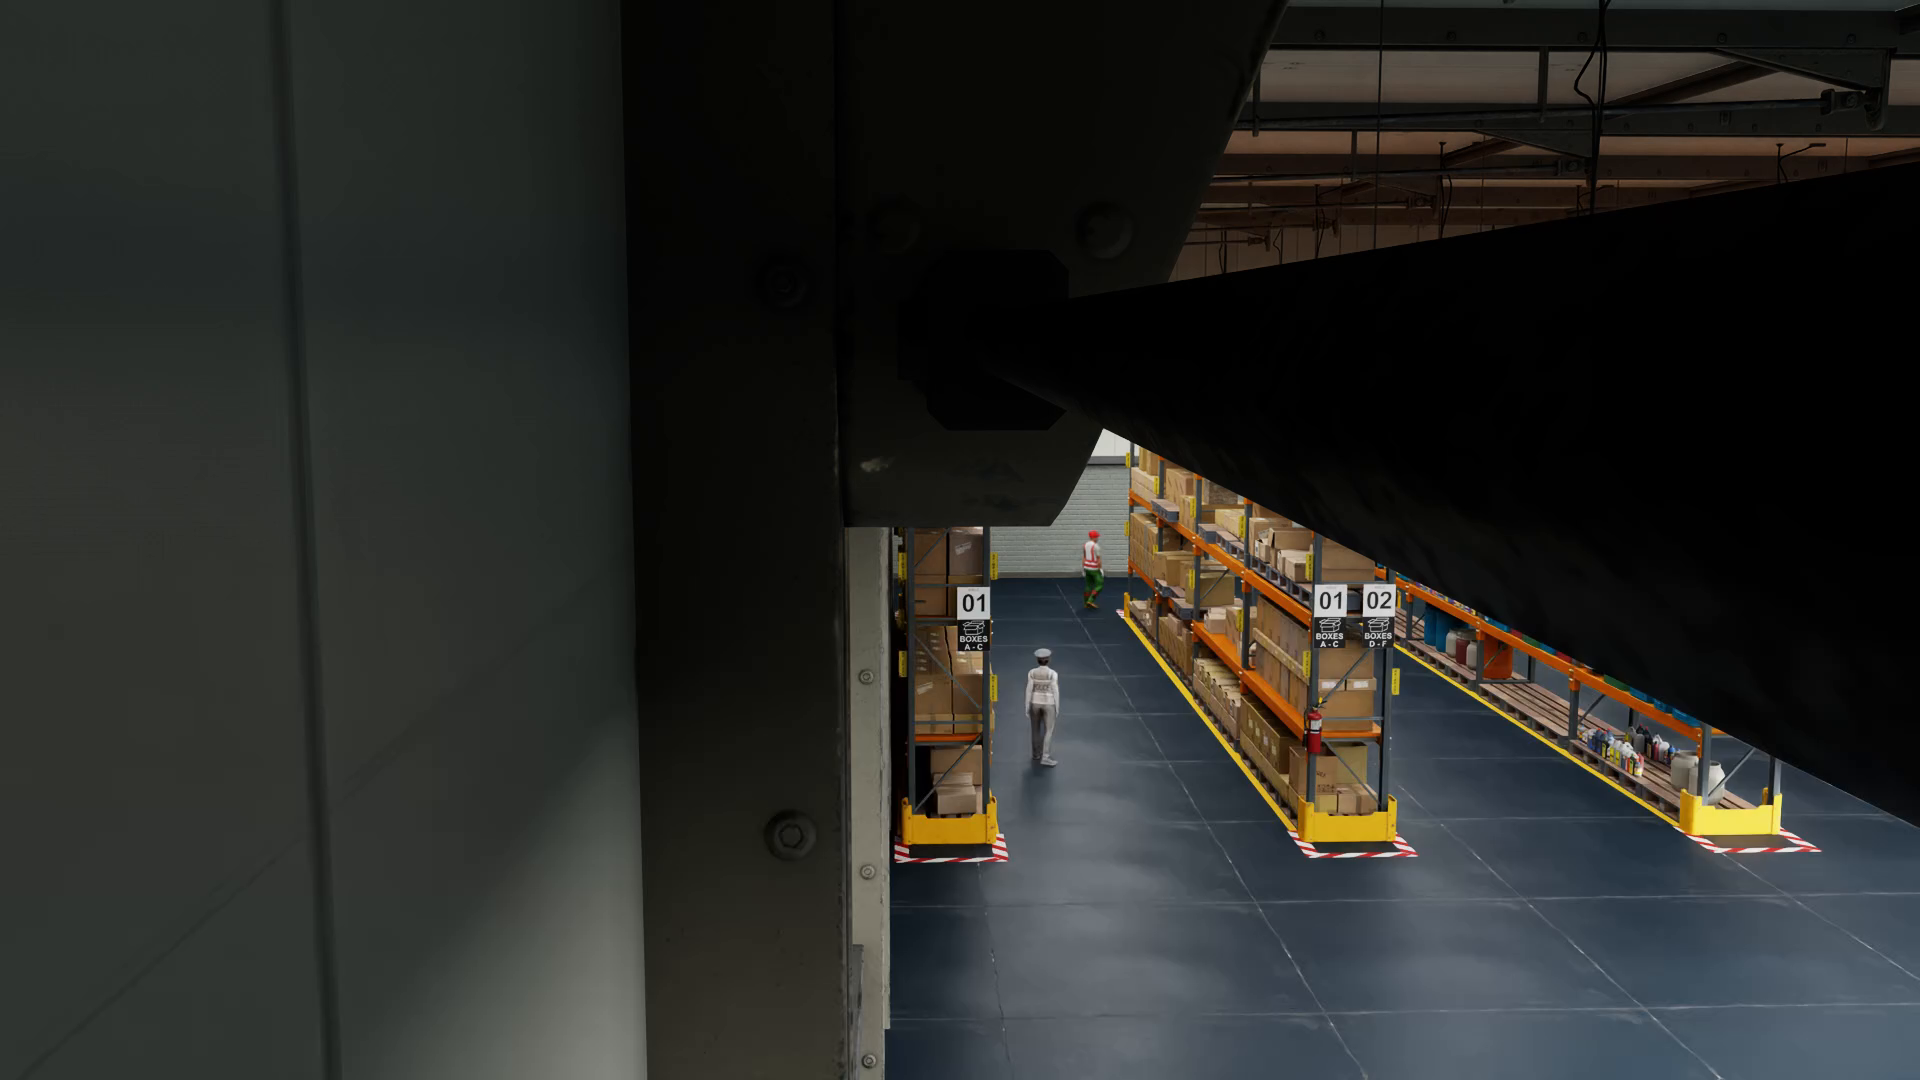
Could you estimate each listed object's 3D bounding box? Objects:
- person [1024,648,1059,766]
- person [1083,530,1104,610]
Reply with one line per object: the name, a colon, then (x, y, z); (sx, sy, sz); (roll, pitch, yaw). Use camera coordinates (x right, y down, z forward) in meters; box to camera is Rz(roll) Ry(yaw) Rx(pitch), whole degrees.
person: (1.202, 2.415, 24.205); (0.516, 1.667, 0.731); (2, 8, 14)
person: (2.946, 0.674, 37.181); (0.538, 1.784, 0.584); (-5, 9, -36)
